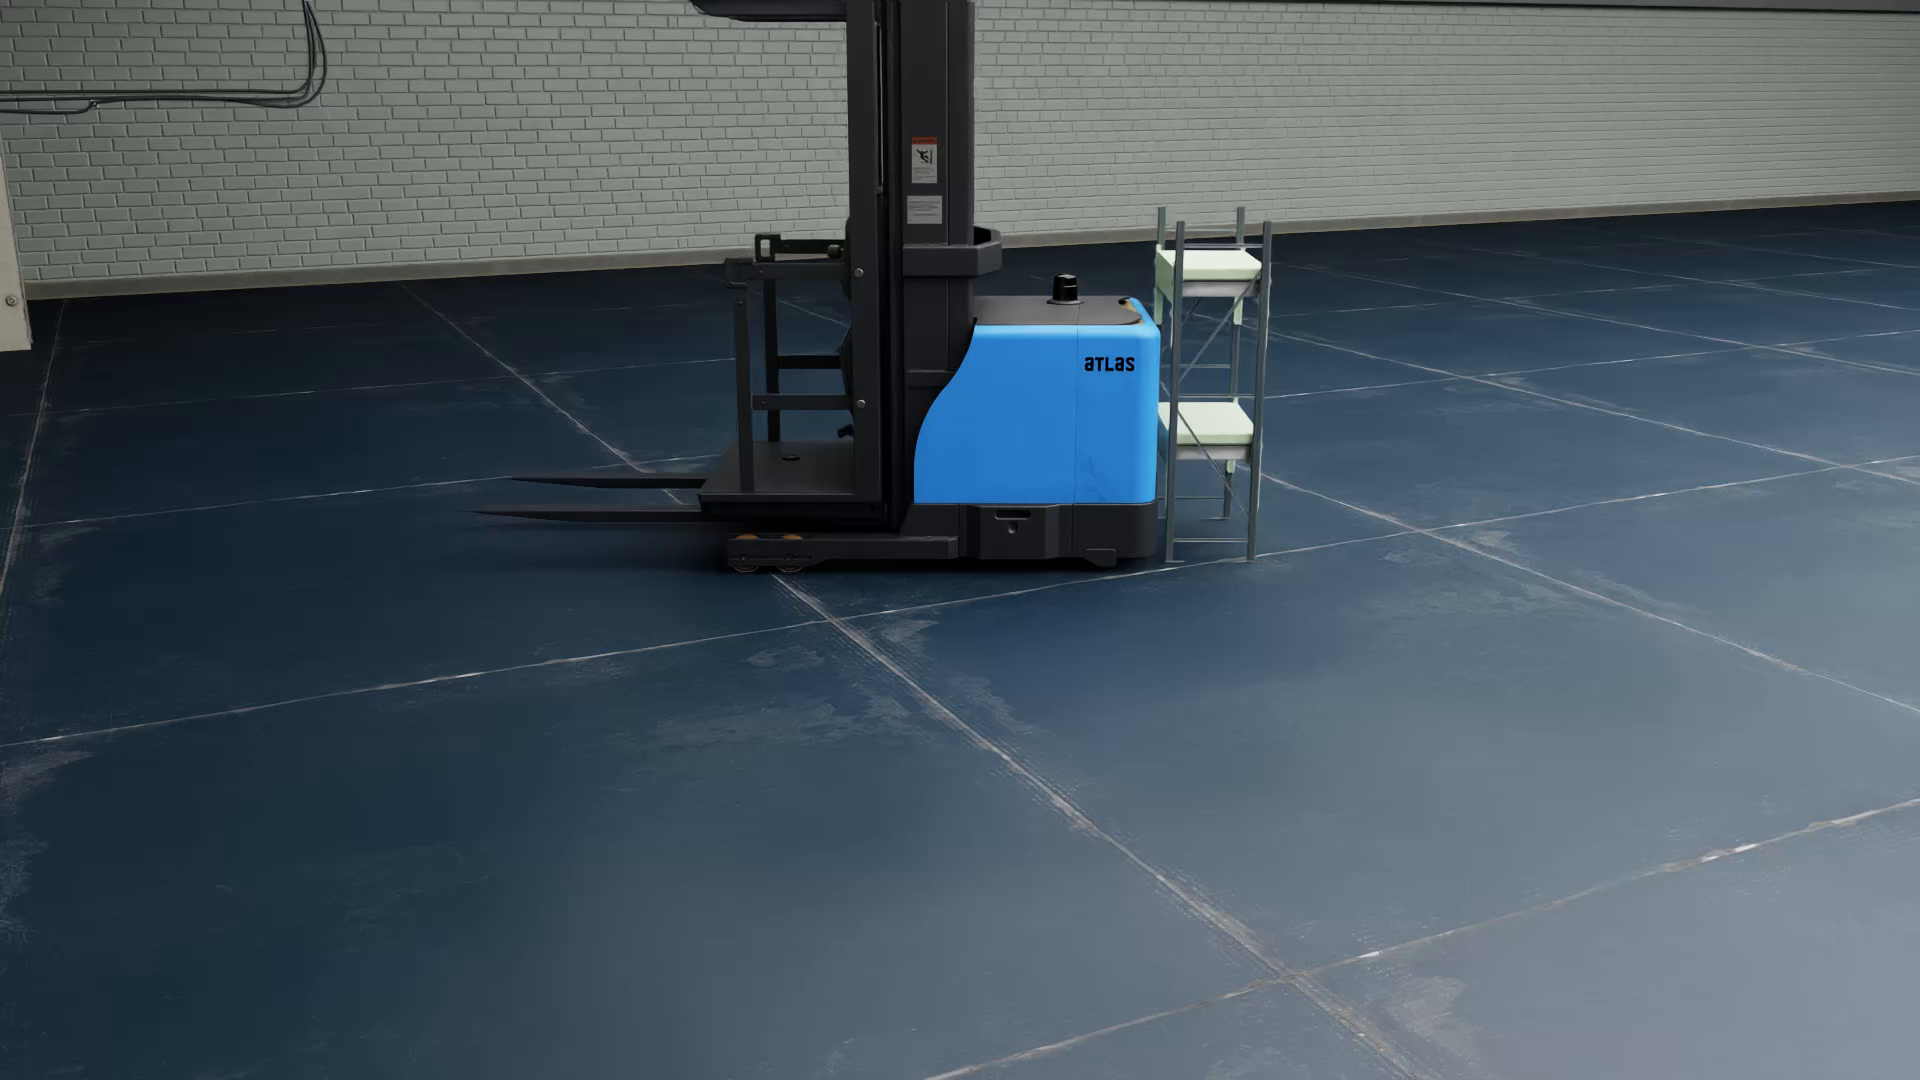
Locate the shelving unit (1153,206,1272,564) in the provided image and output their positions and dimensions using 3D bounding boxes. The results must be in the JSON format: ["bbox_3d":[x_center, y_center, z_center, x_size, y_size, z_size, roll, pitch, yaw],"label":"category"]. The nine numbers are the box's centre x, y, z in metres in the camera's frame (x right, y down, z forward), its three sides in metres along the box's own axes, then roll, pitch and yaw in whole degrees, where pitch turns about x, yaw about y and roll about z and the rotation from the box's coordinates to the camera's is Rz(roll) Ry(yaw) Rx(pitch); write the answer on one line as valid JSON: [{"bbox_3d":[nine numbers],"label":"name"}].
[{"bbox_3d":[1.114,-0.720,7.542,0.431,1.500,0.755,0,16,1],"label":"shelving unit"}]

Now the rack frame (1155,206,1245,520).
[{"bbox_3d":[1.117,-0.821,7.894,0.400,1.500,0.023,0,16,1],"label":"rack frame"}]

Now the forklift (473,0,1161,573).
[{"bbox_3d":[-0.647,-1.411,7.353,3.031,2.935,1.130,0,16,1],"label":"forklift"}]

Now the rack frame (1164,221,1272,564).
[{"bbox_3d":[1.110,-0.619,7.190,0.400,1.500,0.023,0,16,1],"label":"rack frame"}]

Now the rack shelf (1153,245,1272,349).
[{"bbox_3d":[1.114,-1.096,7.434,0.431,0.370,0.720,0,16,1],"label":"rack shelf"}]

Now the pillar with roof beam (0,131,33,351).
[{"bbox_3d":[-3.568,-6.356,13.585,9.100,9.000,0.400,-8,18,-25],"label":"pillar with roof beam"}]

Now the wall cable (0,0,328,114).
[{"bbox_3d":[-7.540,-5.233,15.303,3.097,2.526,0.112,-8,18,-25],"label":"wall cable"}]

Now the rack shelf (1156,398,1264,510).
[{"bbox_3d":[1.114,-0.407,7.632,0.431,0.370,0.720,0,16,1],"label":"rack shelf"}]
